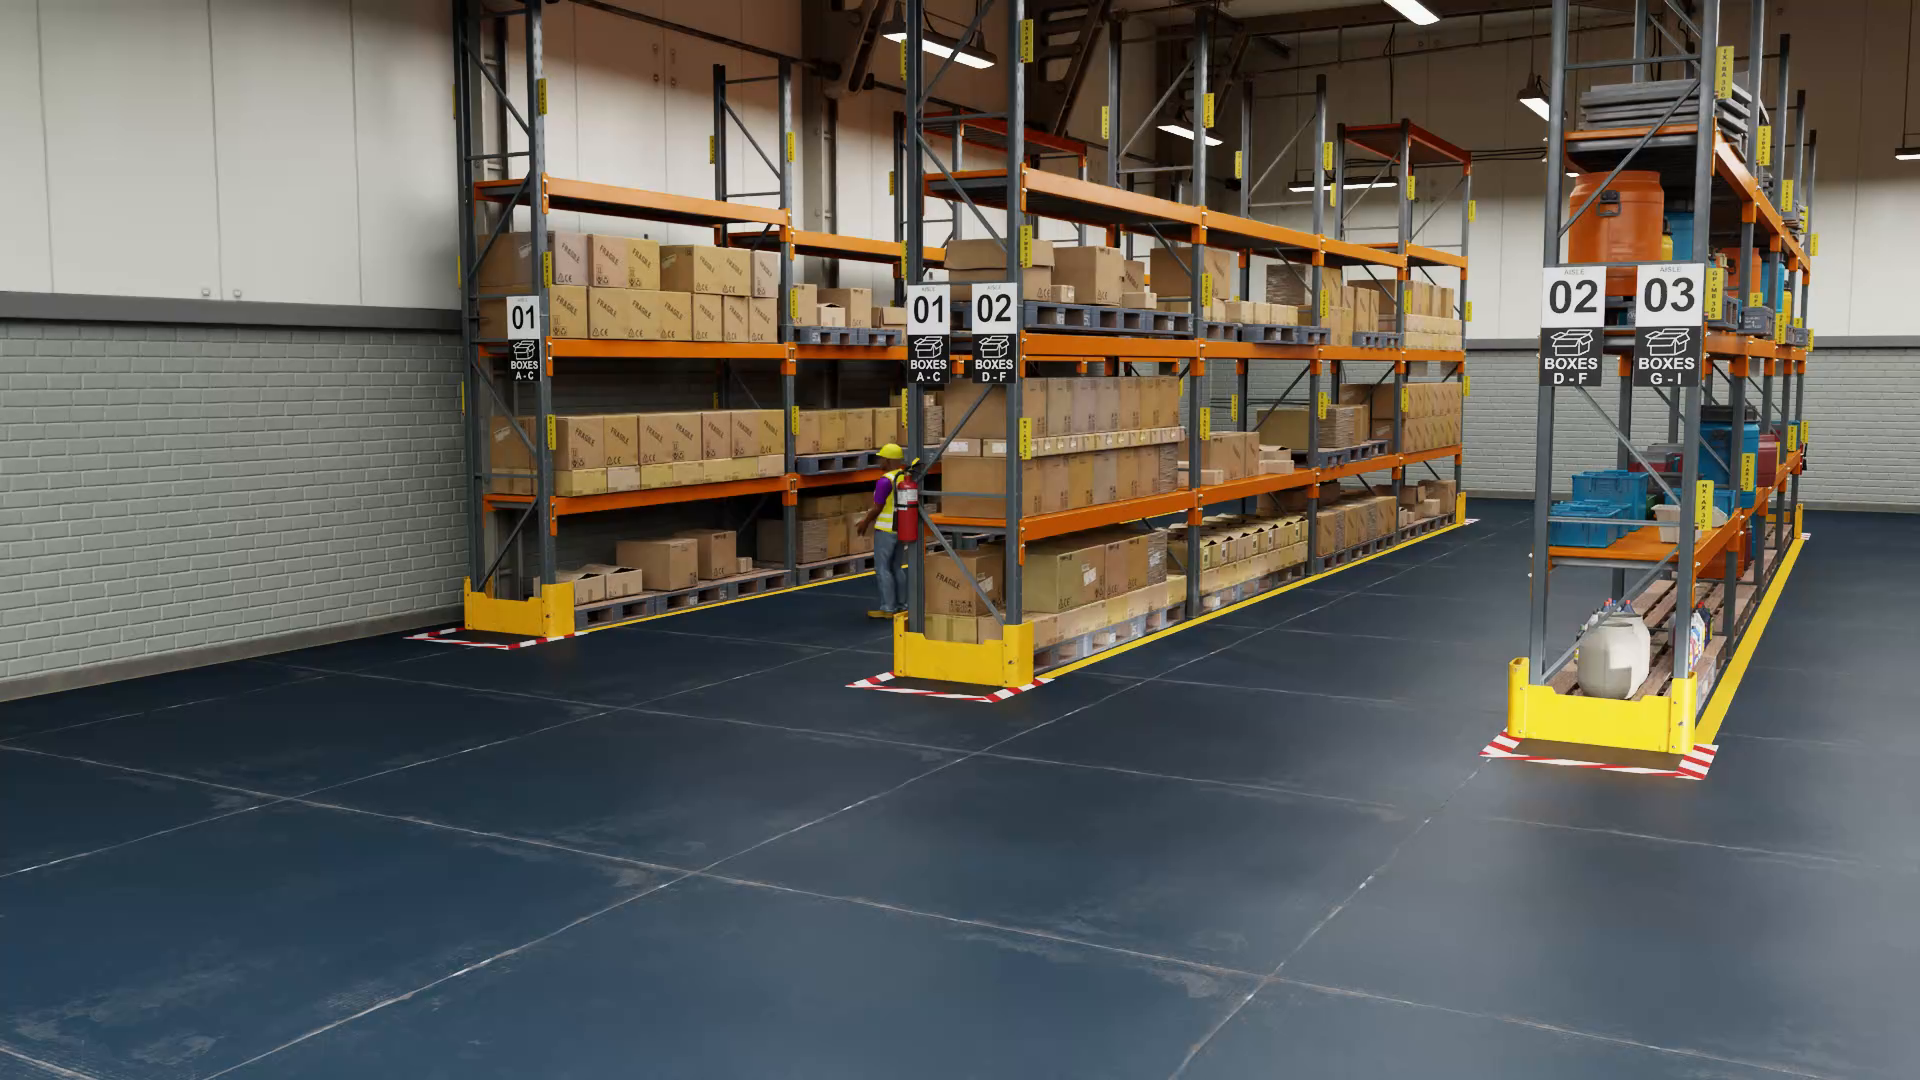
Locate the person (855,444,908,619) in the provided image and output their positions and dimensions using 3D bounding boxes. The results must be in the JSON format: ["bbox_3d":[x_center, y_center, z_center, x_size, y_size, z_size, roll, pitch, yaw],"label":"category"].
[{"bbox_3d":[-0.767,-0.097,16.957,0.532,1.769,0.553,3,7,28],"label":"person"}]
